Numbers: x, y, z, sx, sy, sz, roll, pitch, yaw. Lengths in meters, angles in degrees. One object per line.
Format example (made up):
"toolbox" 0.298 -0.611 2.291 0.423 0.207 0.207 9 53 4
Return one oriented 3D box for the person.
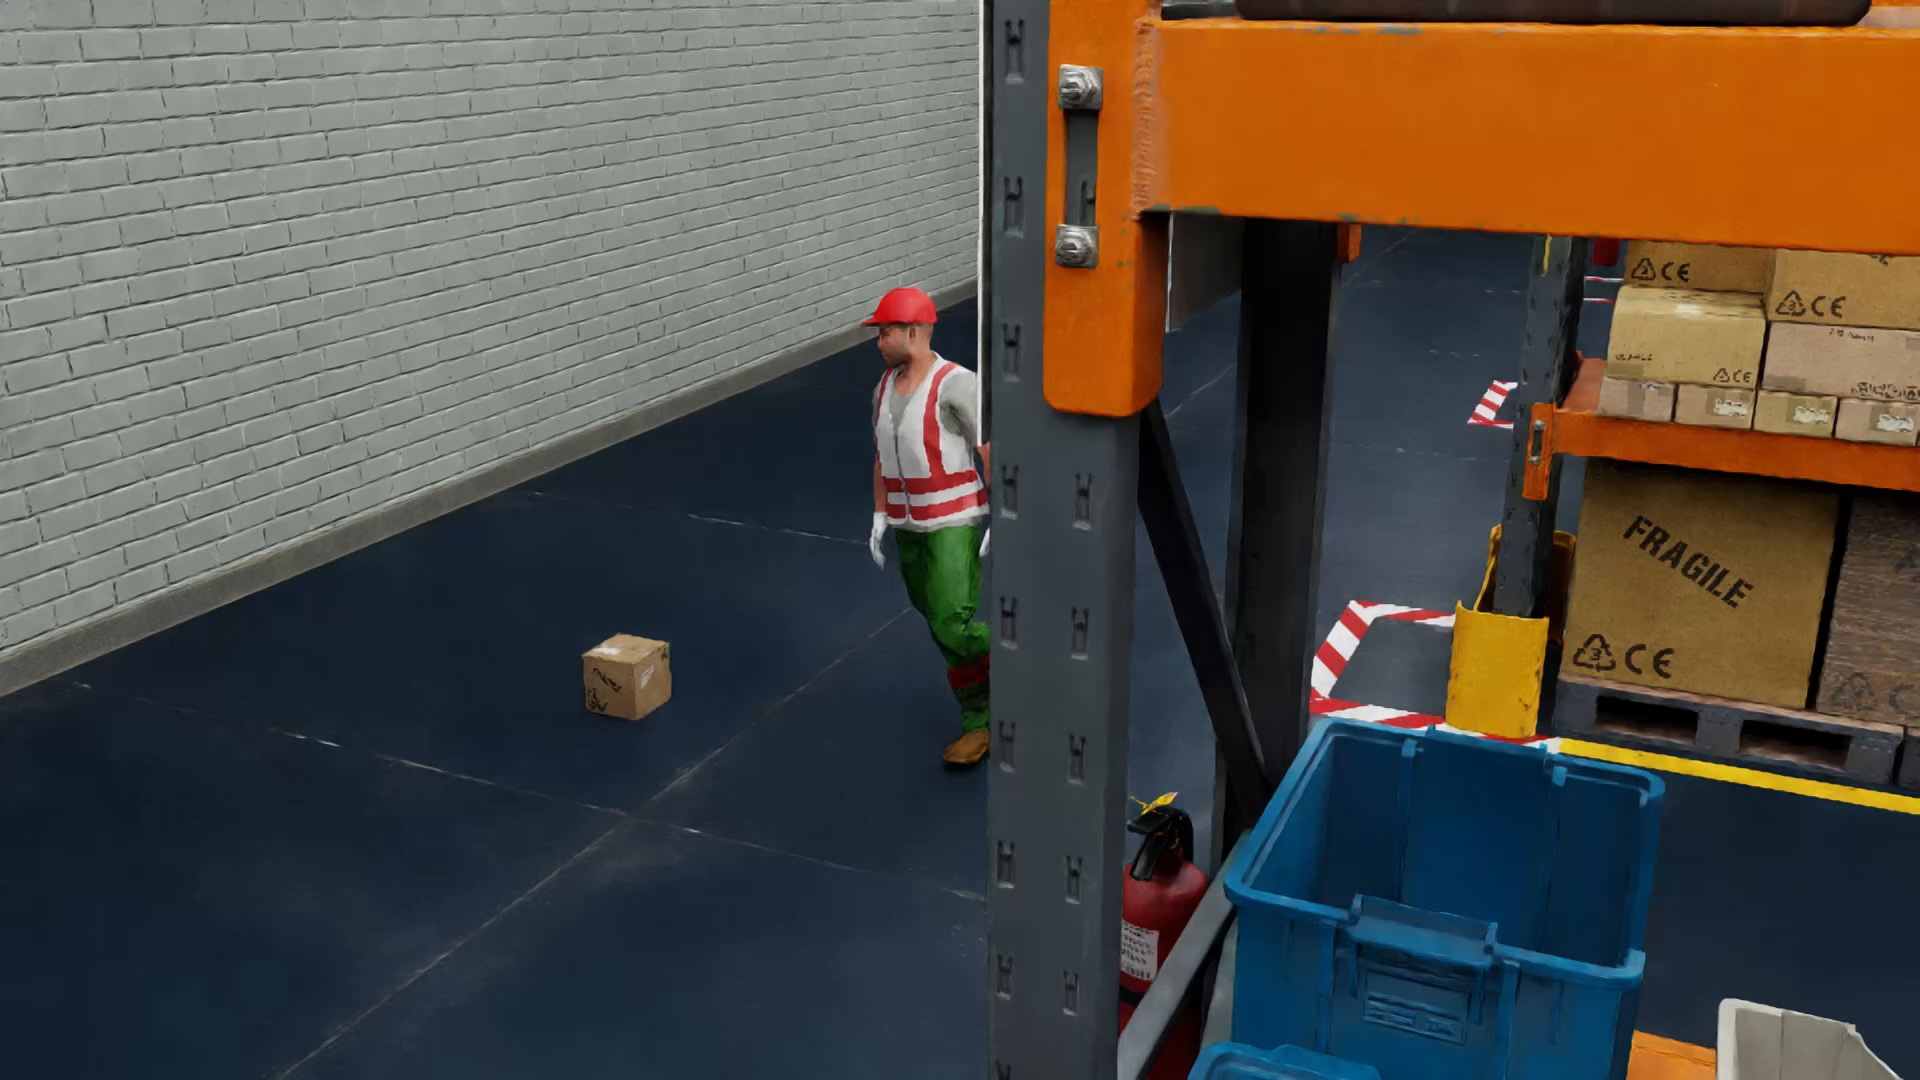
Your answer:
"person" -0.062 -0.049 6.188 0.506 1.747 0.692 -18 26 -42
